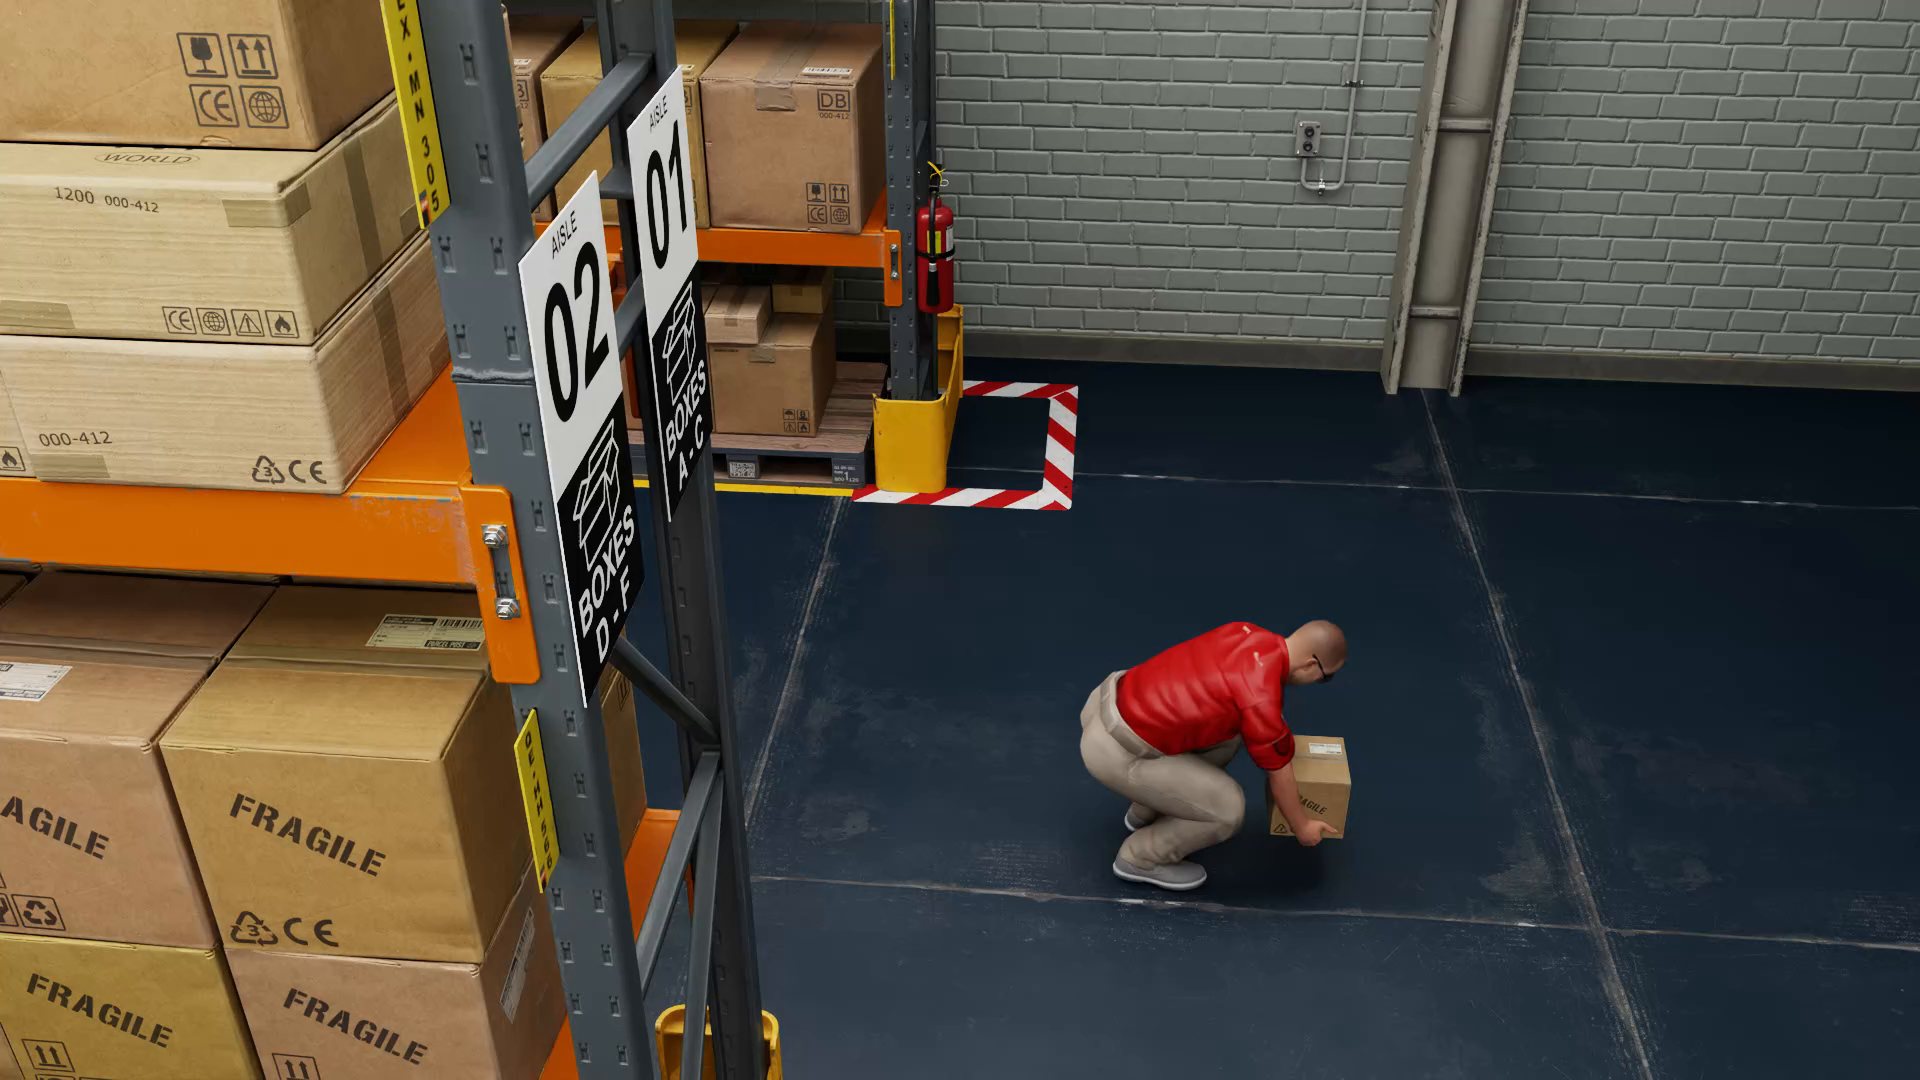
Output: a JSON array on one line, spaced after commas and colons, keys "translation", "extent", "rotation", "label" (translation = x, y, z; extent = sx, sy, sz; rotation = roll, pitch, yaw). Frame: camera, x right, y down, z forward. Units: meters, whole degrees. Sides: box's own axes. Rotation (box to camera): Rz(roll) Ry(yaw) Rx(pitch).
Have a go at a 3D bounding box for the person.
[{"translation": [0.862, 0.707, 5.731], "extent": [0.903, 0.980, 0.528], "rotation": [2, 32, 3], "label": "person"}]
